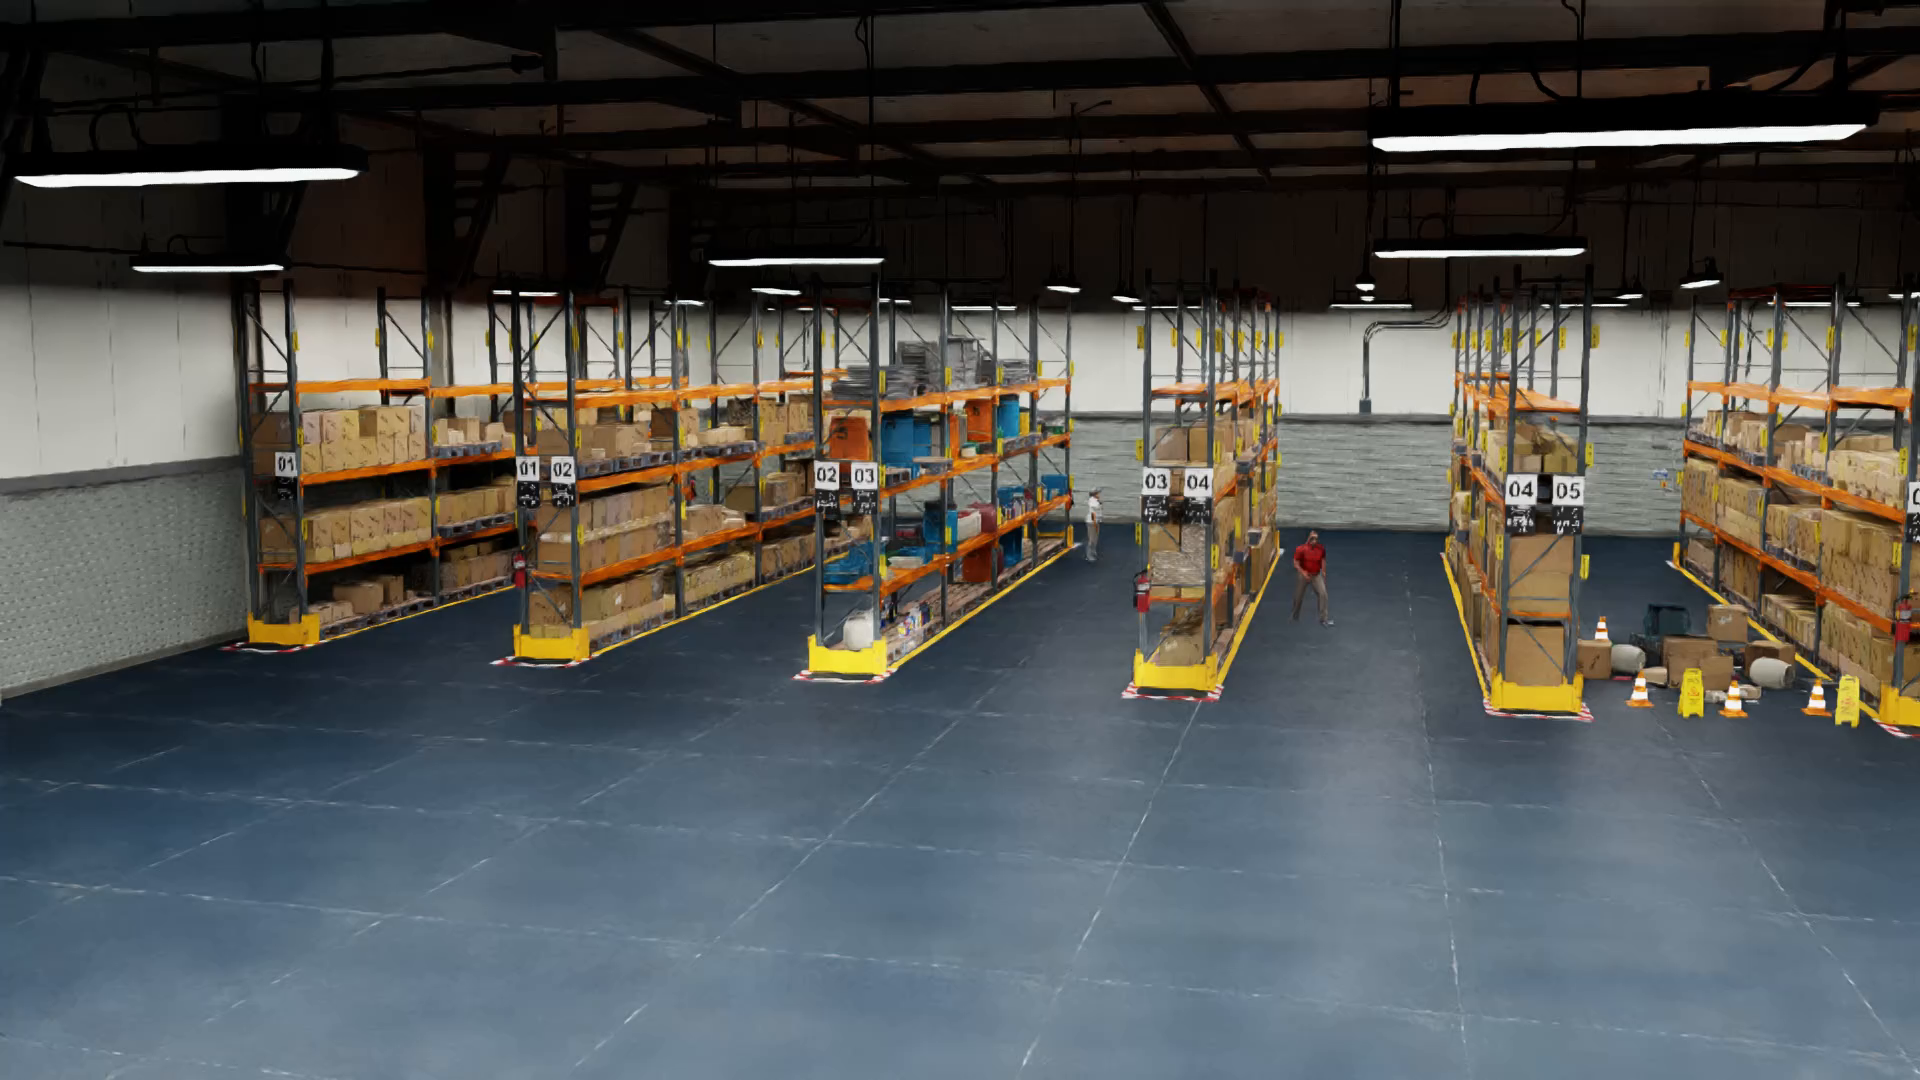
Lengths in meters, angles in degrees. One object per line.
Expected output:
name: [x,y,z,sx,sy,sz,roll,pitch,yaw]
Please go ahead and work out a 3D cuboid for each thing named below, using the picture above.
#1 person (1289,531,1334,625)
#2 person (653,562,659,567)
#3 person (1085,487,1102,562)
person: [6.203,0.649,29.418,0.691,1.662,0.816,0,7,-2]
person: [-6.271,0.186,33.638,0.592,1.604,0.513,1,7,12]
person: [3.045,-0.371,37.834,0.391,1.671,0.630,1,7,5]
